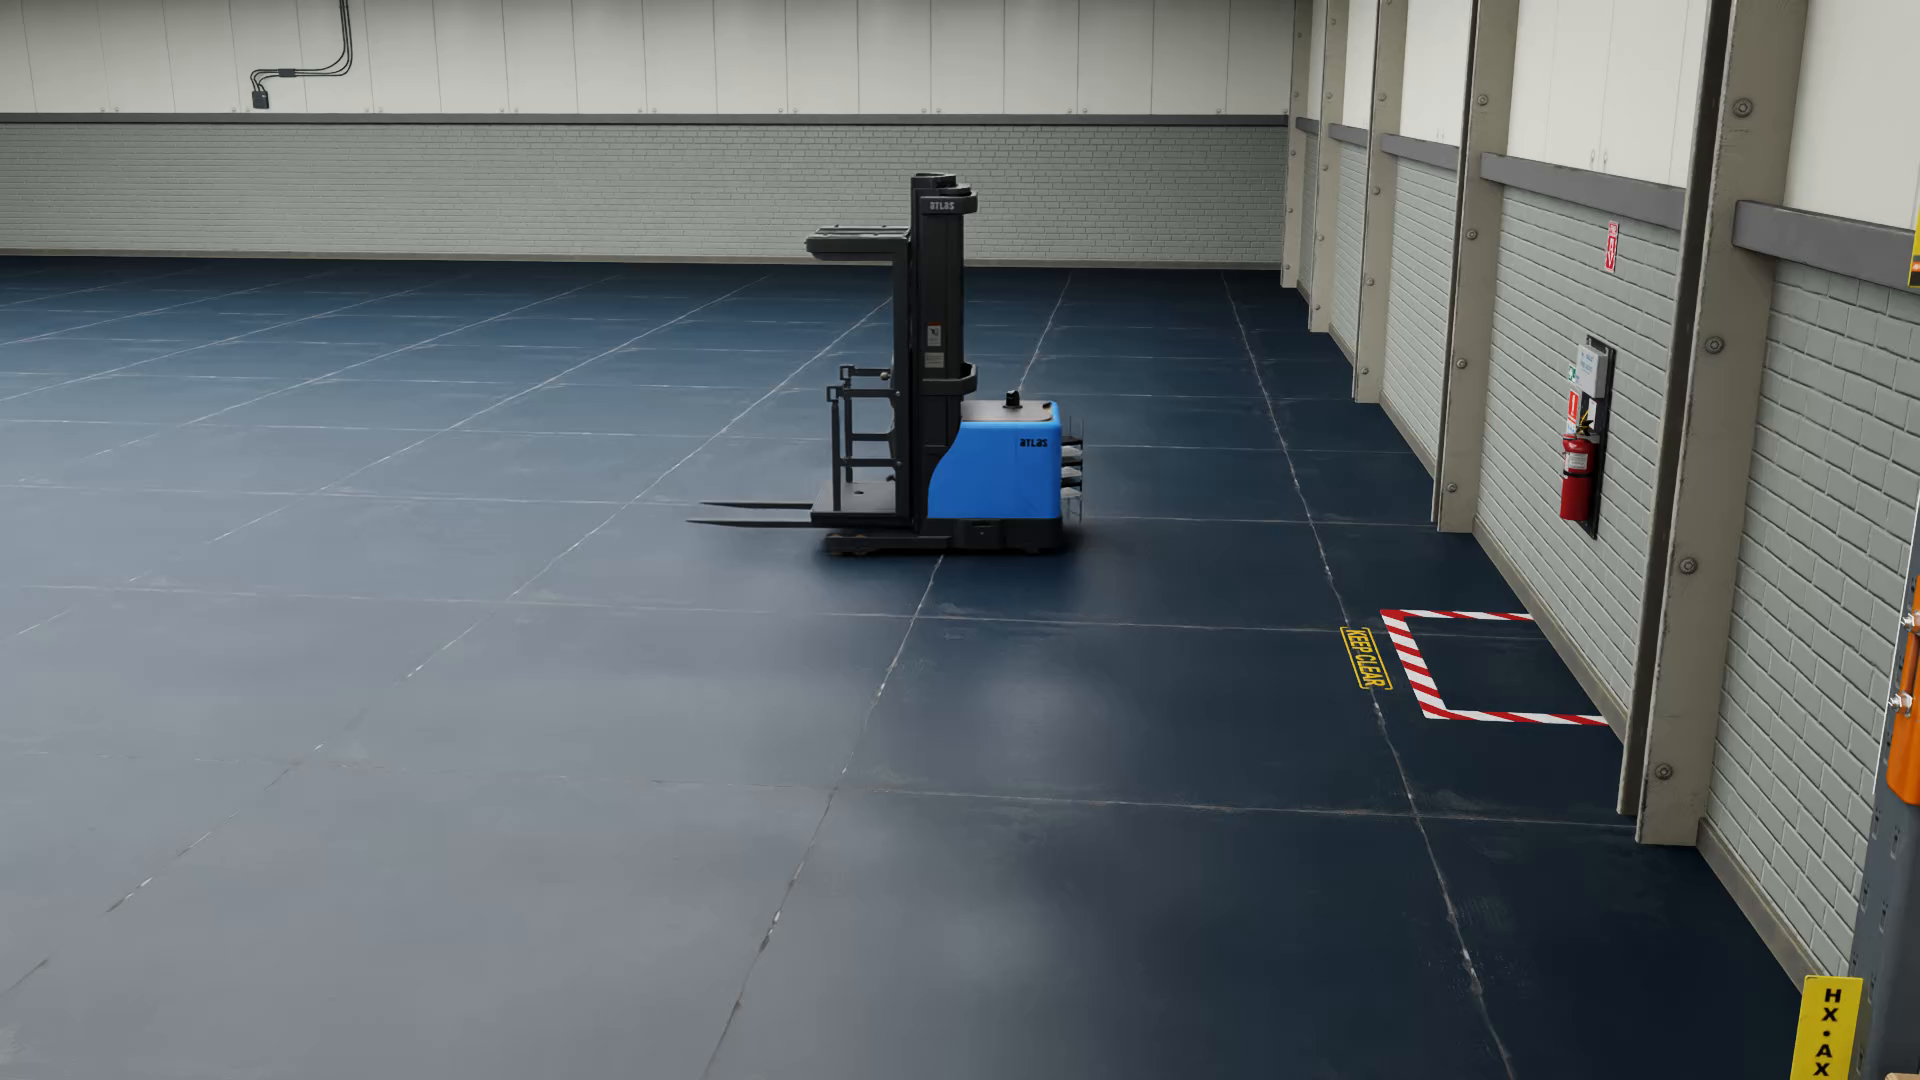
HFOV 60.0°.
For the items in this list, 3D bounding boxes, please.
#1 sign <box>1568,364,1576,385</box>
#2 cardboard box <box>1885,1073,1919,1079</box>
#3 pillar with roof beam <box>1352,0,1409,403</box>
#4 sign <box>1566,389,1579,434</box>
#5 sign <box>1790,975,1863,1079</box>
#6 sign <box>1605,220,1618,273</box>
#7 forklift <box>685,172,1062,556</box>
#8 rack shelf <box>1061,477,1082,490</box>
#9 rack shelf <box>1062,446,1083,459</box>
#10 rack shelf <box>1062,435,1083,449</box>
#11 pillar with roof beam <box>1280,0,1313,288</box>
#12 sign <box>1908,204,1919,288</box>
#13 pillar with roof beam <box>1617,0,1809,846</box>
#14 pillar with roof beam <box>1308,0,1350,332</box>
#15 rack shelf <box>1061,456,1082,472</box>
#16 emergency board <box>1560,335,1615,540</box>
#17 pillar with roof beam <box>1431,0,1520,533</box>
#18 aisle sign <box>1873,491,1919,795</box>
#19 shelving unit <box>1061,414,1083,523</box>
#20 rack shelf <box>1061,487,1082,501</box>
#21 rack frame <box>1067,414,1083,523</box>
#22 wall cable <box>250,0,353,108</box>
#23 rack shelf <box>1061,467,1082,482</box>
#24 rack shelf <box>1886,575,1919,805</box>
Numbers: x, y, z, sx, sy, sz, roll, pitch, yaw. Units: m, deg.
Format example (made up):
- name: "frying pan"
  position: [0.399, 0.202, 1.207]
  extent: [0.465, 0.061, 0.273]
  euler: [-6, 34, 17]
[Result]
- name: "sign"
  position: [3.974, -1.059, 10.750]
  extent: [0.001, 0.109, 0.331]
  euler: [2, 15, 6]
- name: "cardboard box"
  position: [1.692, 1.158, 2.446]
  extent: [0.500, 0.500, 0.500]
  euler: [2, 15, 6]
- name: "pillar with roof beam"
  position: [0.579, -6.142, 19.137]
  extent: [9.100, 9.000, 0.400]
  euler: [2, 15, 6]
- name: "sign"
  position: [3.984, -0.804, 10.822]
  extent: [0.001, 0.329, 0.234]
  euler: [2, 15, 6]
- name: "sign"
  position: [1.505, 0.908, 2.898]
  extent: [0.100, 0.325, 0.005]
  euler: [2, 15, 6]
- name: "sign"
  position: [3.919, -1.765, 10.002]
  extent: [0.001, 0.298, 0.199]
  euler: [2, 15, 6]
- name: "forklift"
  position: [-0.690, -1.428, 13.327]
  extent: [3.031, 2.935, 1.130]
  euler: [1, 15, 2]
- name: "rack shelf"
  position: [0.890, -0.476, 14.172]
  extent: [0.200, 0.077, 0.258]
  euler: [-7, 17, -24]
- name: "rack shelf"
  position: [0.891, -0.737, 14.102]
  extent: [0.200, 0.077, 0.258]
  euler: [-7, 17, -24]
- name: "rack shelf"
  position: [0.891, -0.824, 14.078]
  extent: [0.200, 0.077, 0.258]
  euler: [-7, 17, -24]
- name: "pillar with roof beam"
  position: [1.933, -9.254, 30.647]
  extent: [9.100, 9.000, 0.400]
  euler: [2, 15, 6]
- name: "sign"
  position: [1.505, -0.544, 2.506]
  extent: [0.100, 0.325, 0.005]
  euler: [2, 15, 6]
- name: "pillar with roof beam"
  position: [-0.775, -3.030, 7.627]
  extent: [9.100, 9.000, 0.400]
  euler: [2, 15, 6]
- name: "pillar with roof beam"
  position: [1.256, -7.698, 24.892]
  extent: [9.100, 9.000, 0.400]
  euler: [2, 15, 6]
- name: "rack shelf"
  position: [0.890, -0.650, 14.125]
  extent: [0.200, 0.077, 0.258]
  euler: [-7, 17, -24]
- name: "emergency board"
  position: [3.819, -0.647, 10.308]
  extent: [0.194, 1.169, 0.643]
  euler: [2, 15, 6]
- name: "pillar with roof beam"
  position: [-0.098, -4.586, 13.382]
  extent: [9.100, 9.000, 0.400]
  euler: [2, 15, 6]
- name: "aisle sign"
  position: [1.755, 0.060, 2.715]
  extent: [0.394, 0.787, 0.004]
  euler: [2, 15, 6]
- name: "shelving unit"
  position: [0.890, -0.596, 14.140]
  extent: [0.210, 0.900, 0.258]
  euler: [-7, 17, -24]
- name: "rack shelf"
  position: [0.890, -0.390, 14.195]
  extent: [0.200, 0.077, 0.258]
  euler: [-7, 17, -24]
- name: "rack frame"
  position: [0.982, -0.607, 14.182]
  extent: [0.006, 0.900, 0.240]
  euler: [-7, 17, -24]
- name: "wall cable"
  position: [-14.011, -12.139, 34.798]
  extent: [2.305, 6.003, 0.169]
  euler: [2, 15, 6]
- name: "rack shelf"
  position: [0.890, -0.563, 14.149]
  extent: [0.200, 0.077, 0.258]
  euler: [-7, 17, -24]
- name: "rack shelf"
  position: [1.819, 0.760, 0.736]
  extent: [1.077, 0.370, 4.000]
  euler: [2, 15, 6]
